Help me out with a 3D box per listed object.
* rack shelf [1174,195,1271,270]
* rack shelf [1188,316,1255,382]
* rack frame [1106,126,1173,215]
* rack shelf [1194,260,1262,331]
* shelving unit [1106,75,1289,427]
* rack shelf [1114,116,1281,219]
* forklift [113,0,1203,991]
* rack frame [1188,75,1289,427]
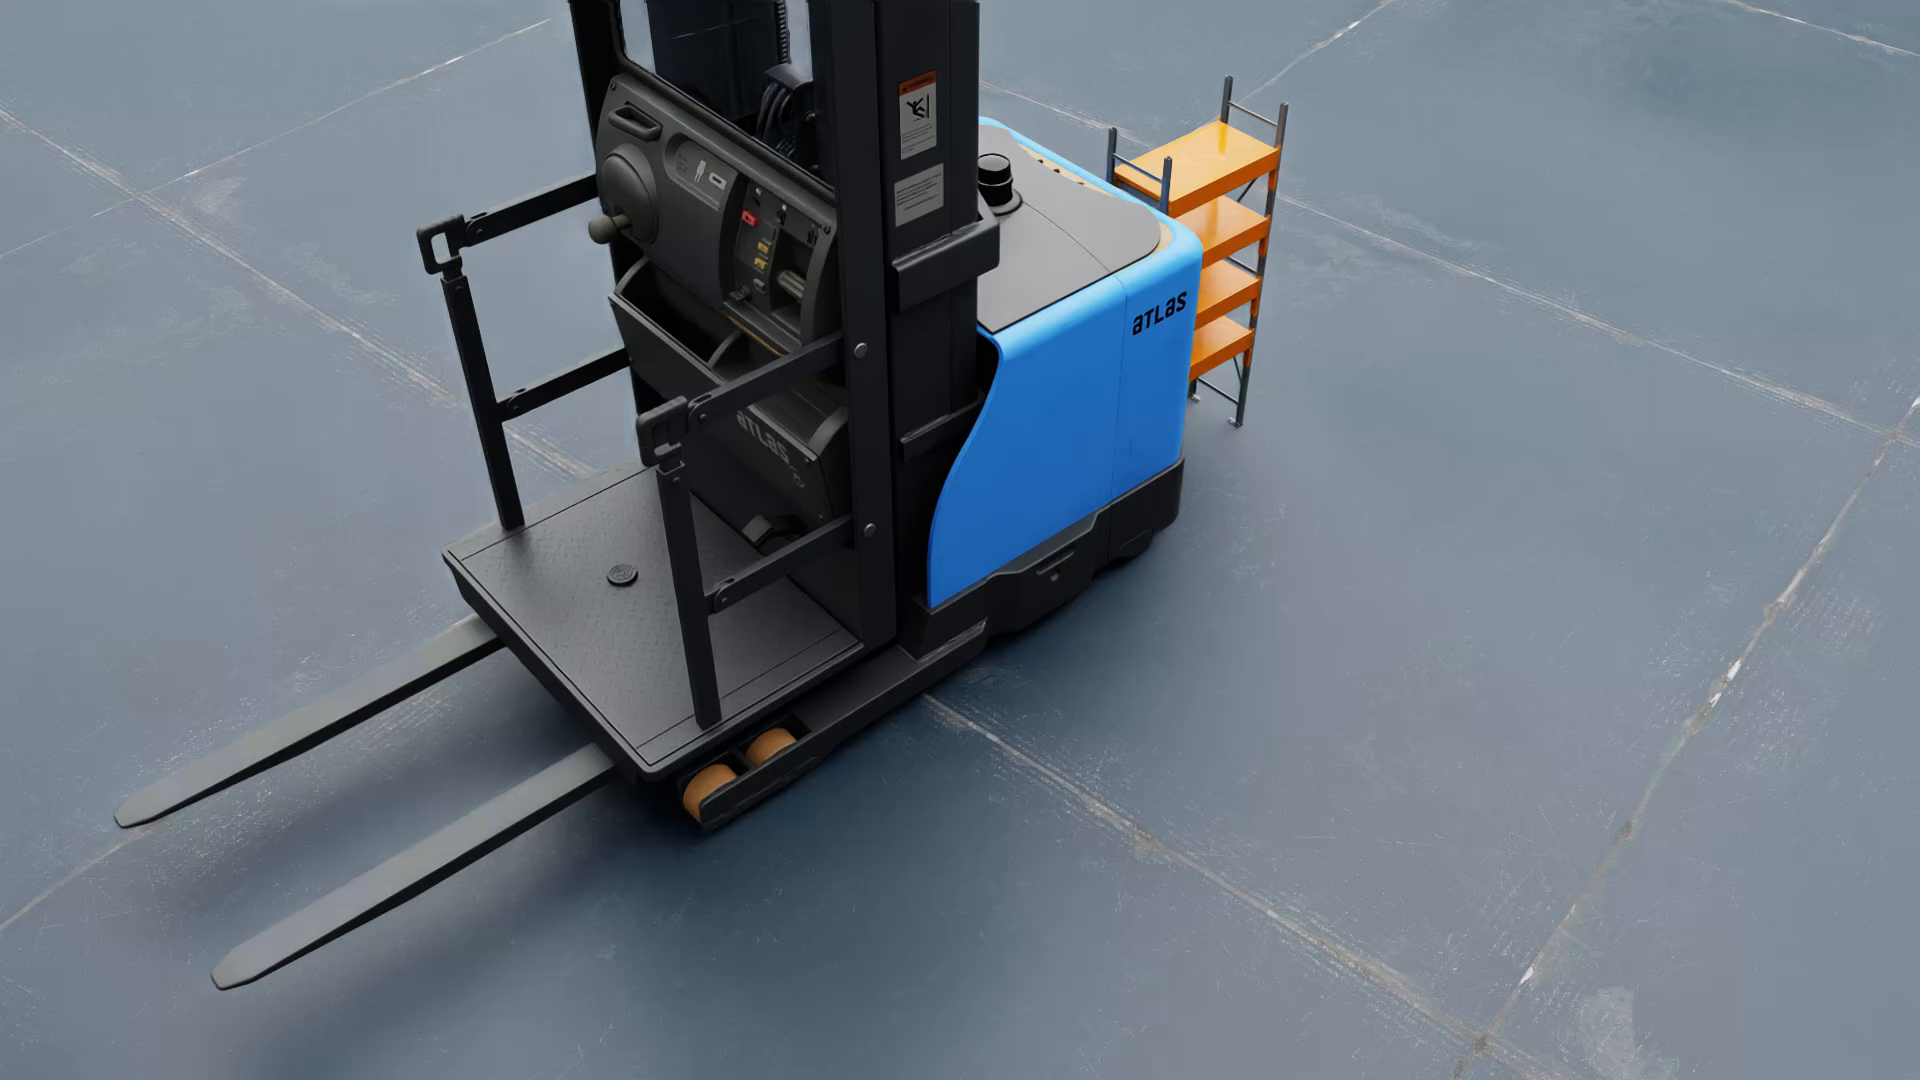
[{"bbox_3d":[0.696,-0.902,5.118,0.480,0.148,0.258,-30,50,-29],"label":"rack shelf"},{"bbox_3d":[0.695,-0.590,5.402,0.480,0.148,0.258,-30,50,-29],"label":"rack shelf"},{"bbox_3d":[0.511,-0.679,5.105,0.015,1.200,0.240,-30,50,-29],"label":"rack frame"},{"bbox_3d":[0.696,-0.736,5.268,0.480,0.148,0.258,-30,50,-29],"label":"rack shelf"},{"bbox_3d":[0.696,-0.786,5.223,0.503,1.200,0.258,-30,50,-29],"label":"shelving unit"},{"bbox_3d":[0.696,-1.077,4.958,0.480,0.148,0.258,-30,50,-29],"label":"rack shelf"},{"bbox_3d":[-0.757,-0.726,3.870,3.031,2.935,1.130,-30,50,-29],"label":"forklift"},{"bbox_3d":[0.881,-0.893,5.341,0.015,1.200,0.240,-30,50,-29],"label":"rack frame"}]
